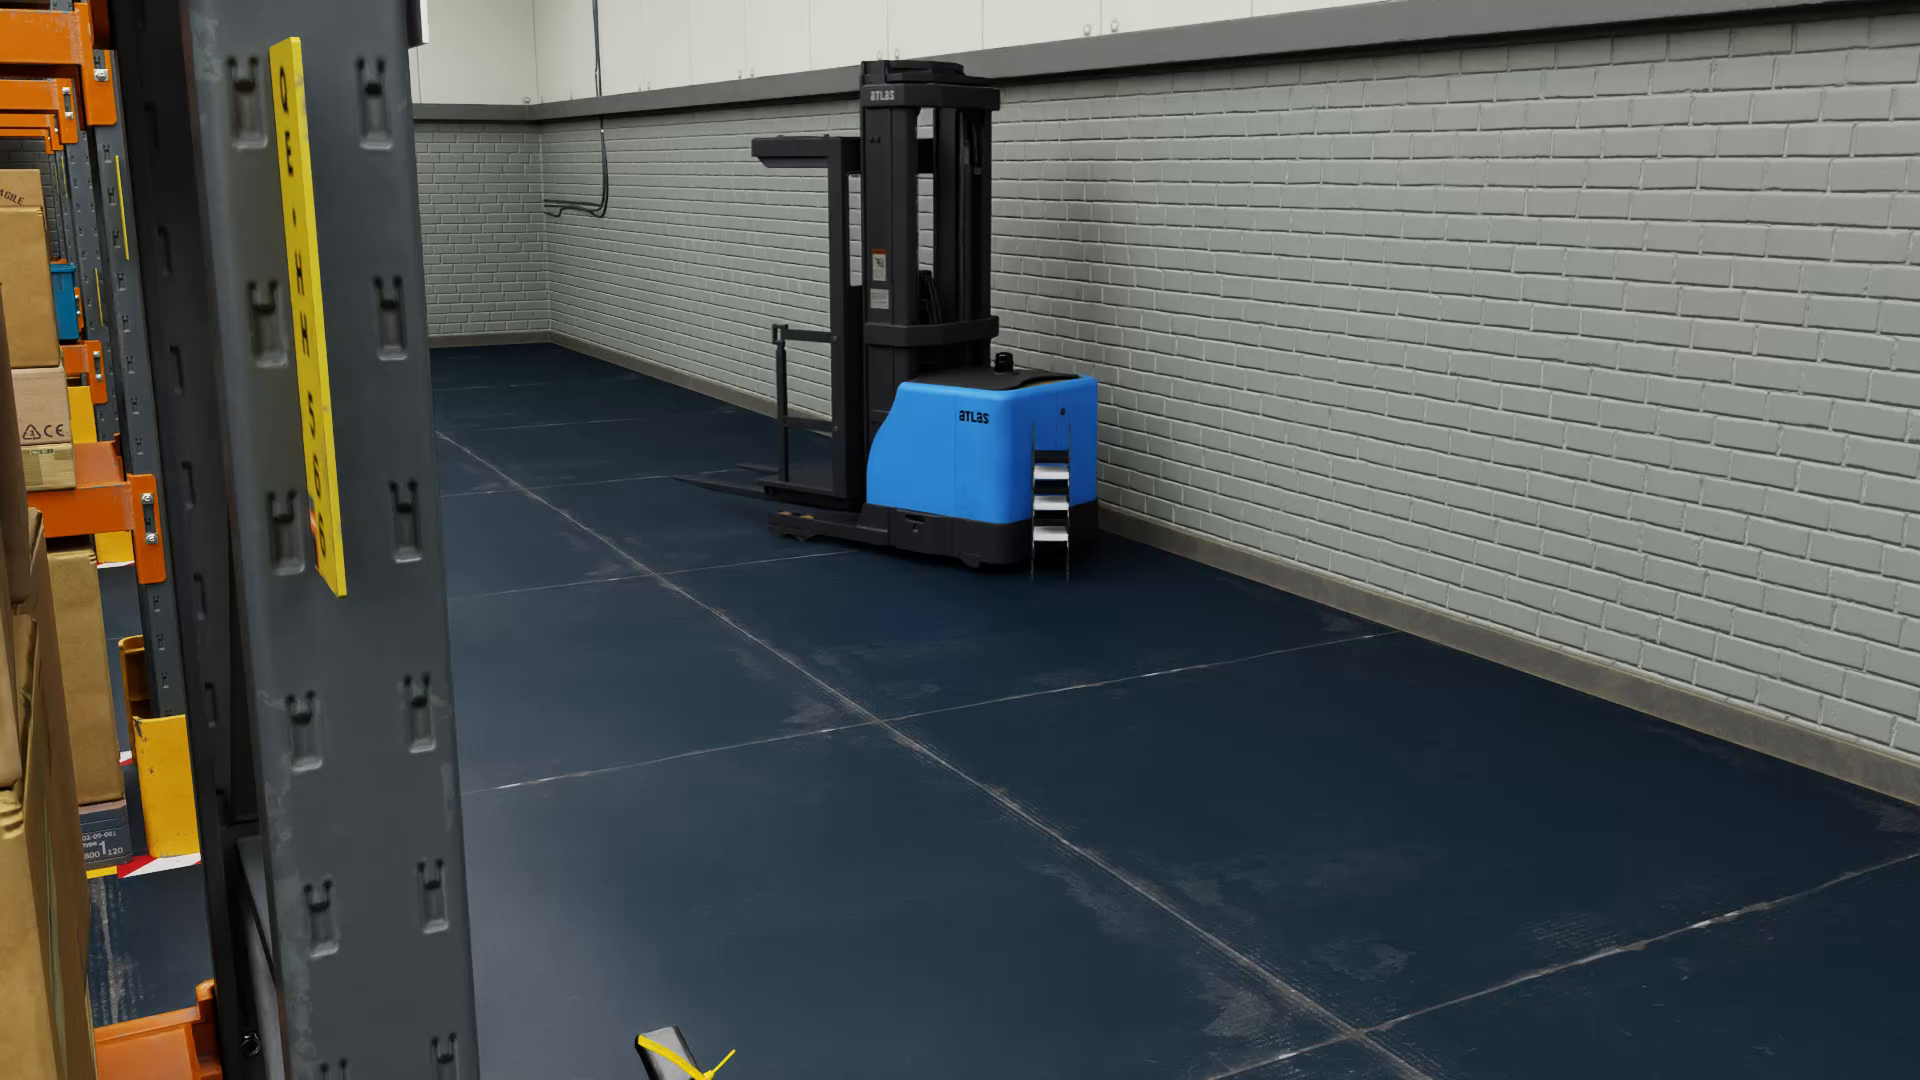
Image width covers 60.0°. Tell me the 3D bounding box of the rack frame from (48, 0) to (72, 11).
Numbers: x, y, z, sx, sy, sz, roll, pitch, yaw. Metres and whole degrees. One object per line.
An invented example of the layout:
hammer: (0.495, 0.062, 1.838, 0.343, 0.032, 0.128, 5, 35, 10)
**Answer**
rack frame: (-5.305, -4.370, 9.533, 0.127, 3.000, 1.000, -7, 14, -28)

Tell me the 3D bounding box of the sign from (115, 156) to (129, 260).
sign: (-2.684, -1.063, 5.326, 0.005, 0.325, 0.100, -7, 14, -28)

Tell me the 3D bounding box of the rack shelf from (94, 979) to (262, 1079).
rack shelf: (-2.400, 1.039, 0.800, 4.000, 0.370, 1.077, -7, 14, -28)

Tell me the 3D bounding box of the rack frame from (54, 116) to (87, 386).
rack frame: (-7.675, -2.398, 14.435, 0.127, 3.000, 1.000, -7, 14, -28)

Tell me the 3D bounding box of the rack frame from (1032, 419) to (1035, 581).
rack frame: (0.422, -0.232, 9.589, 0.006, 0.900, 0.240, 1, 13, 2)

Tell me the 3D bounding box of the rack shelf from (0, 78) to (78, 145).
rack shelf: (-7.061, -2.345, 9.006, 4.000, 0.370, 1.077, -7, 14, -28)

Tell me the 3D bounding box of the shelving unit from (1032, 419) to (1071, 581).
shelving unit: (0.524, -0.231, 9.585, 0.210, 0.900, 0.258, 1, 13, 2)

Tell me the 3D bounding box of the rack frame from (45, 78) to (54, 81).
rack frame: (-7.675, -5.325, 13.776, 0.127, 3.000, 1.000, -7, 14, -28)

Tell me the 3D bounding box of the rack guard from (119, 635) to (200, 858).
rack guard: (-2.911, 0.728, 6.236, 0.348, 0.500, 1.175, -7, 14, -28)

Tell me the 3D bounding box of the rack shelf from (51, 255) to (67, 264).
rack shelf: (-11.808, -2.791, 17.819, 4.000, 0.370, 1.077, -7, 14, -28)

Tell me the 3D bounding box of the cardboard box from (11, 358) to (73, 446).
cardboard box: (-3.230, -0.459, 5.480, 0.500, 0.250, 0.500, -7, 15, -29)

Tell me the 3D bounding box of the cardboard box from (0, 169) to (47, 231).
cardboard box: (-7.934, -2.835, 13.870, 0.500, 0.500, 0.500, -7, 14, -28)

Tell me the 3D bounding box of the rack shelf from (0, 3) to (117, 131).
rack shelf: (-4.687, -1.391, 4.765, 4.000, 0.370, 1.077, -7, 14, -28)

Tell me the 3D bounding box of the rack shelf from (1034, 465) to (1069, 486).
rack shelf: (0.524, -0.374, 9.553, 0.200, 0.077, 0.258, 1, 13, 2)

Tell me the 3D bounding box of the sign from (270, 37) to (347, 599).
sign: (-0.396, -0.132, 1.009, 0.005, 0.325, 0.100, -7, 14, -28)

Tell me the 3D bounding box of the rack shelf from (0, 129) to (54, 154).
rack shelf: (-11.808, -4.255, 17.490, 4.000, 0.370, 1.077, -7, 14, -28)

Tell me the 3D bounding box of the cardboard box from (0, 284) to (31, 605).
cardboard box: (-1.165, -0.208, 1.519, 0.500, 0.500, 0.500, -7, 14, -28)

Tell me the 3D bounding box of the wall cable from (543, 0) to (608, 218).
wall cable: (-4.916, -5.291, 20.695, 0.112, 2.526, 3.097, -7, 14, -28)

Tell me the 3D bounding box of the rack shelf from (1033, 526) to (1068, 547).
rack shelf: (0.524, -0.023, 9.632, 0.200, 0.077, 0.258, 1, 13, 2)

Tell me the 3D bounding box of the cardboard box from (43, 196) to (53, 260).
cardboard box: (-10.495, -3.443, 18.395, 0.700, 0.700, 0.980, -6, 14, -25)

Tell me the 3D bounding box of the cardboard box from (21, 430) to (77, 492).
cardboard box: (-3.087, -0.265, 5.529, 0.250, 0.149, 0.380, -7, 14, -27)

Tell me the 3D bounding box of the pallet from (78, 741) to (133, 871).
pallet: (-3.596, 0.971, 5.815, 1.213, 0.211, 1.003, -7, 14, -28)

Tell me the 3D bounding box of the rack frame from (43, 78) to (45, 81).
rack frame: (-10.052, -6.279, 18.016, 0.127, 3.000, 1.000, -7, 14, -28)

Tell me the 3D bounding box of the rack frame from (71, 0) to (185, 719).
rack frame: (-2.932, -0.489, 5.950, 0.127, 3.000, 1.000, -7, 14, -28)

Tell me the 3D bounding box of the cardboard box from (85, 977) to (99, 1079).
cardboard box: (-1.085, 0.571, 1.812, 0.250, 0.149, 0.380, -7, 14, -28)

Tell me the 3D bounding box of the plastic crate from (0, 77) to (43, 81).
plastic crate: (-5.777, -2.856, 9.935, 0.590, 0.269, 0.497, -7, 14, -28)

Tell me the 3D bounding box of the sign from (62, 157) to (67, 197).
sign: (-7.427, -3.008, 13.788, 0.005, 0.325, 0.100, -7, 14, -28)

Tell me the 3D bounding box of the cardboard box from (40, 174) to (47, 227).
cardboard box: (-8.191, -2.939, 14.332, 0.500, 0.500, 0.500, -6, 14, -26)

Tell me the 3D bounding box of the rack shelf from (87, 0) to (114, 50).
rack shelf: (-2.400, -0.425, 0.470, 4.000, 0.370, 1.077, -7, 14, -28)

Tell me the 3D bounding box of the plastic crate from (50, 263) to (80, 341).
plastic crate: (-5.510, -1.419, 9.864, 0.499, 0.435, 0.616, -7, 14, -28)

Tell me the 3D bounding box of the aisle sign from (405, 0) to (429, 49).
aisle sign: (-0.436, -0.741, 1.147, 0.004, 0.787, 0.394, -7, 14, -28)

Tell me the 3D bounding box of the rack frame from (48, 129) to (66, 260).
rack frame: (-10.052, -3.353, 18.675, 0.127, 3.000, 1.000, -7, 14, -28)

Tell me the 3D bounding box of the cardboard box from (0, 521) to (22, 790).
cardboard box: (-0.927, -0.108, 1.075, 0.500, 0.500, 0.500, -7, 15, -29)

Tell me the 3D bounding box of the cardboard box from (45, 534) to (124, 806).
cardboard box: (-3.455, 0.425, 5.769, 0.875, 0.875, 0.875, -7, 14, -28)

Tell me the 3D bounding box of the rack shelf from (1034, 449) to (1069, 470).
rack shelf: (0.524, -0.462, 9.533, 0.200, 0.077, 0.258, 1, 13, 2)

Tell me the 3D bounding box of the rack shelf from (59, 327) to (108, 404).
rack shelf: (-7.061, -0.882, 9.335, 4.000, 0.370, 1.077, -7, 14, -28)

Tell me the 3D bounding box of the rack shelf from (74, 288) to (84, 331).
rack shelf: (-9.431, -1.837, 13.579, 4.000, 0.370, 1.077, -7, 14, -28)

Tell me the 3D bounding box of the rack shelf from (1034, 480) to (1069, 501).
rack shelf: (0.524, -0.286, 9.573, 0.200, 0.077, 0.258, 1, 13, 2)

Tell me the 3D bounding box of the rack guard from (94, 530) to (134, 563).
rack guard: (-5.290, -0.229, 10.488, 0.348, 0.500, 1.175, -7, 14, -28)

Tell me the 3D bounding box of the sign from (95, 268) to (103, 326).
sign: (-5.027, -1.419, 9.710, 0.005, 0.325, 0.100, -7, 14, -28)

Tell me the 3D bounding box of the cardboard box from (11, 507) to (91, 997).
cardboard box: (-1.171, 0.278, 1.638, 0.500, 0.500, 0.500, -6, 14, -25)

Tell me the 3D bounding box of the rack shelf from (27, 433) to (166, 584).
rack shelf: (-4.687, 0.072, 5.094, 4.000, 0.370, 1.077, -7, 14, -28)

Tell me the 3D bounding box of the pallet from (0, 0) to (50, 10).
pallet: (-3.578, -1.829, 5.275, 1.213, 0.211, 1.003, -7, 14, -28)

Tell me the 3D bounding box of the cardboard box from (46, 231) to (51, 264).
cardboard box: (-7.938, -2.348, 13.981, 0.500, 0.500, 0.500, -6, 14, -26)

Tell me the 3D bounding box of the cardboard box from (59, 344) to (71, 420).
cardboard box: (-3.483, -0.562, 5.941, 0.500, 0.250, 0.500, -7, 15, -29)

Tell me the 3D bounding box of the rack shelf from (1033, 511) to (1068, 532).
rack shelf: (0.524, -0.111, 9.612, 0.200, 0.077, 0.258, 1, 13, 2)

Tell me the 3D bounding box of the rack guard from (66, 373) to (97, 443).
rack guard: (-7.742, -1.171, 14.674, 0.348, 0.500, 1.175, -7, 14, -28)

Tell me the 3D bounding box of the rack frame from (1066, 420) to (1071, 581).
rack frame: (0.625, -0.230, 9.581, 0.006, 0.900, 0.240, 1, 13, 2)

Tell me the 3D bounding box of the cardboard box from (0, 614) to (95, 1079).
cardboard box: (-0.915, 0.380, 1.181, 0.500, 0.500, 0.500, -7, 14, -27)

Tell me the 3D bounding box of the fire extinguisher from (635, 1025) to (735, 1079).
fire extinguisher: (-0.202, 0.760, 1.427, 0.183, 0.674, 0.296, -7, 14, -28)

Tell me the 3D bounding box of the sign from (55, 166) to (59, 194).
sign: (-9.804, -3.927, 18.051, 0.005, 0.325, 0.100, -7, 14, -28)

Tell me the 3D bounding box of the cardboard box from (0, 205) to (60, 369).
cardboard box: (-3.234, -0.825, 5.399, 0.500, 0.500, 0.500, -7, 14, -27)

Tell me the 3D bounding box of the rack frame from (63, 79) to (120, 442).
rack frame: (-5.305, -1.443, 10.191, 0.127, 3.000, 1.000, -7, 14, -28)

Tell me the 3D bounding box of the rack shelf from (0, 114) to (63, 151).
rack shelf: (-9.431, -3.300, 13.249, 4.000, 0.370, 1.077, -7, 14, -28)

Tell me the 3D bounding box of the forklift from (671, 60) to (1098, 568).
forklift: (-0.612, -1.503, 10.614, 3.031, 2.935, 1.130, 10, 16, 37)

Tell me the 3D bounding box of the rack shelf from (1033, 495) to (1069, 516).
rack shelf: (0.524, -0.198, 9.593, 0.200, 0.077, 0.258, 1, 13, 2)
